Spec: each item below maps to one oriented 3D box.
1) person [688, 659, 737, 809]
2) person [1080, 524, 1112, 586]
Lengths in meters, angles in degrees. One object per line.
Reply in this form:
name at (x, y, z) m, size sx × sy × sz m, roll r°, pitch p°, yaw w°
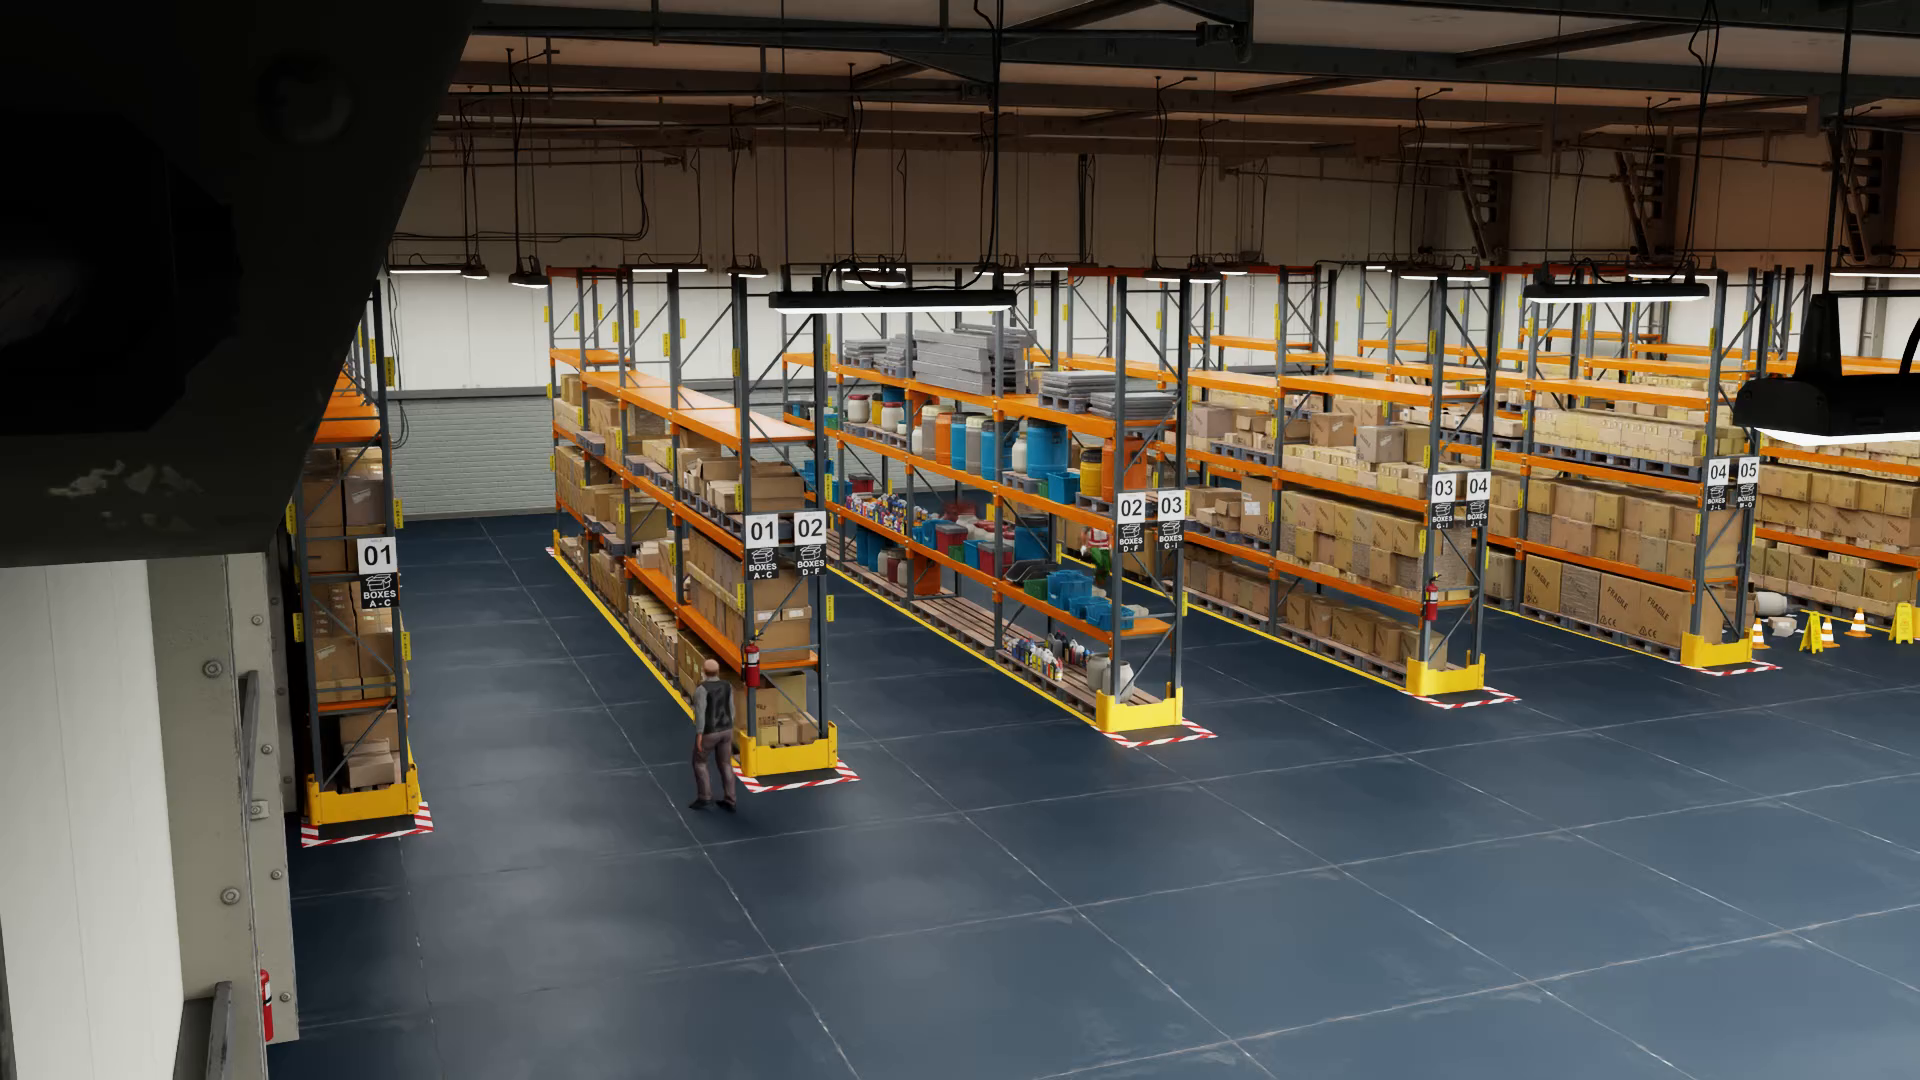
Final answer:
person at (-2.786, 2.286, 18.976) m, size 0.580 × 1.667 × 0.590 m, roll 9°, pitch 13°, yaw 40°
person at (2.525, 0.104, 30.556) m, size 0.585 × 1.637 × 0.852 m, roll -2°, pitch 10°, yaw -13°
